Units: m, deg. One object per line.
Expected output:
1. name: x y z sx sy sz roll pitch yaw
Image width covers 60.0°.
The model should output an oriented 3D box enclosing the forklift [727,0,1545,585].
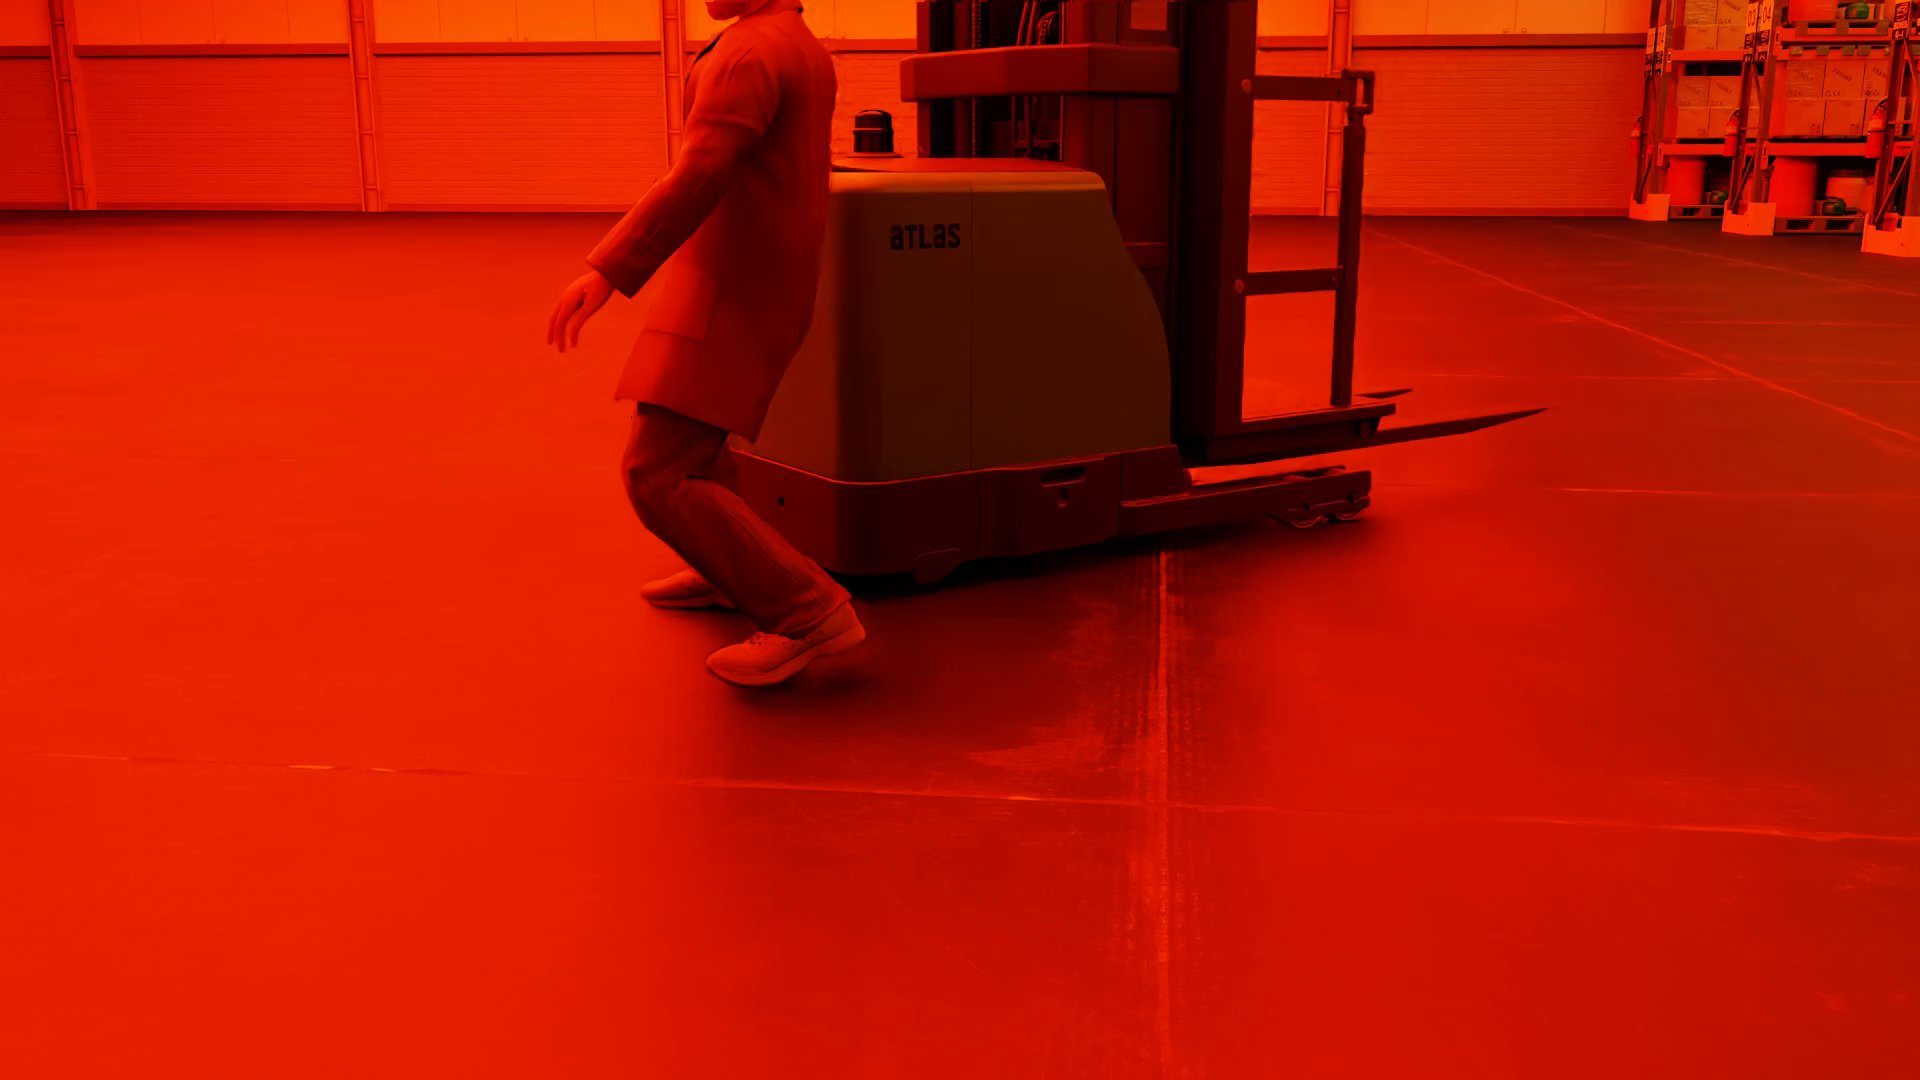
1. forklift: 0.678 -1.550 5.139 3.031 2.935 1.130 -9 16 -34

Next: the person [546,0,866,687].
1. person: -0.546 -0.542 3.676 0.723 1.670 0.897 2 13 10
